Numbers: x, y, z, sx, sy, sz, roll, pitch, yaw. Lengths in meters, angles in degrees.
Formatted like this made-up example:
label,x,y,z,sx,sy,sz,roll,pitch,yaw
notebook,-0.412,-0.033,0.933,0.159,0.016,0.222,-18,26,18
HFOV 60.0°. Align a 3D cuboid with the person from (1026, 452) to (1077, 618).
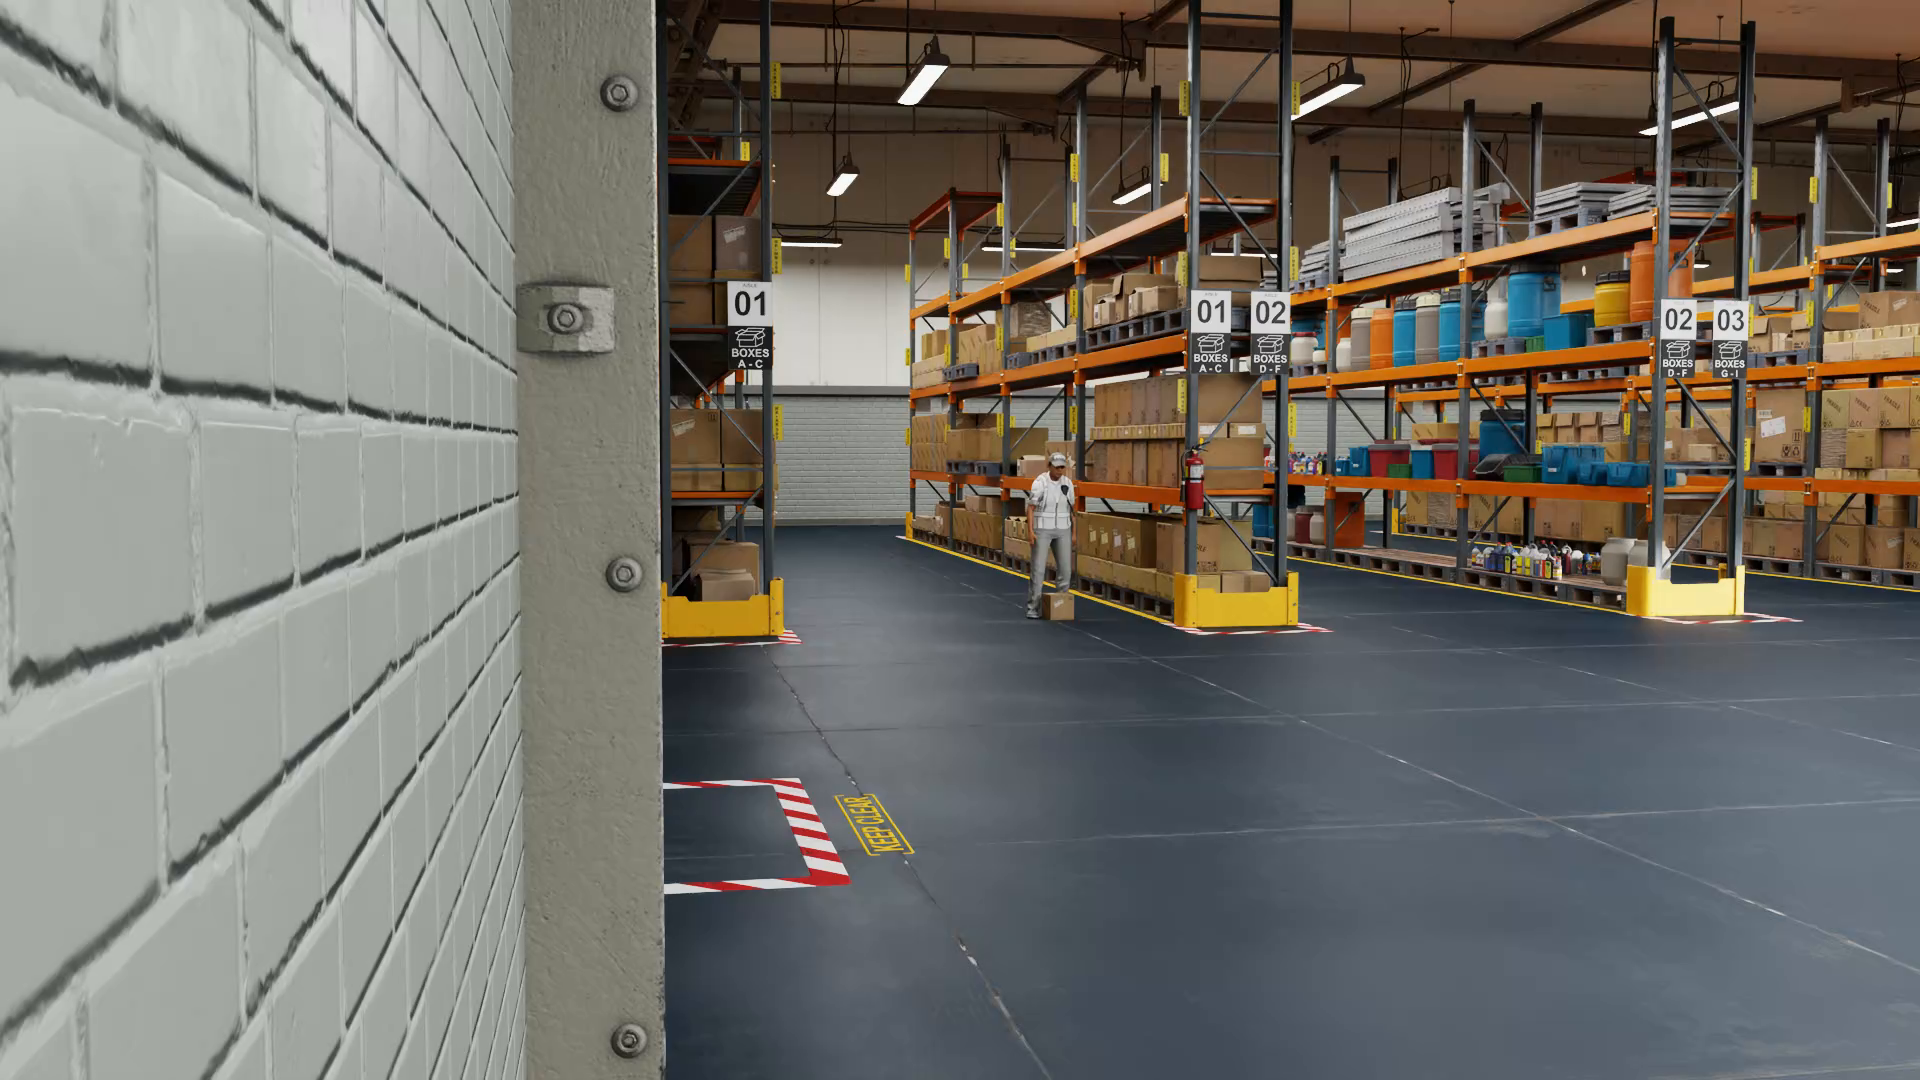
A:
label,x,y,z,sx,sy,sz,roll,pitch,yaw
person,0.920,-0.055,16.782,0.563,1.665,0.471,-1,3,-16
